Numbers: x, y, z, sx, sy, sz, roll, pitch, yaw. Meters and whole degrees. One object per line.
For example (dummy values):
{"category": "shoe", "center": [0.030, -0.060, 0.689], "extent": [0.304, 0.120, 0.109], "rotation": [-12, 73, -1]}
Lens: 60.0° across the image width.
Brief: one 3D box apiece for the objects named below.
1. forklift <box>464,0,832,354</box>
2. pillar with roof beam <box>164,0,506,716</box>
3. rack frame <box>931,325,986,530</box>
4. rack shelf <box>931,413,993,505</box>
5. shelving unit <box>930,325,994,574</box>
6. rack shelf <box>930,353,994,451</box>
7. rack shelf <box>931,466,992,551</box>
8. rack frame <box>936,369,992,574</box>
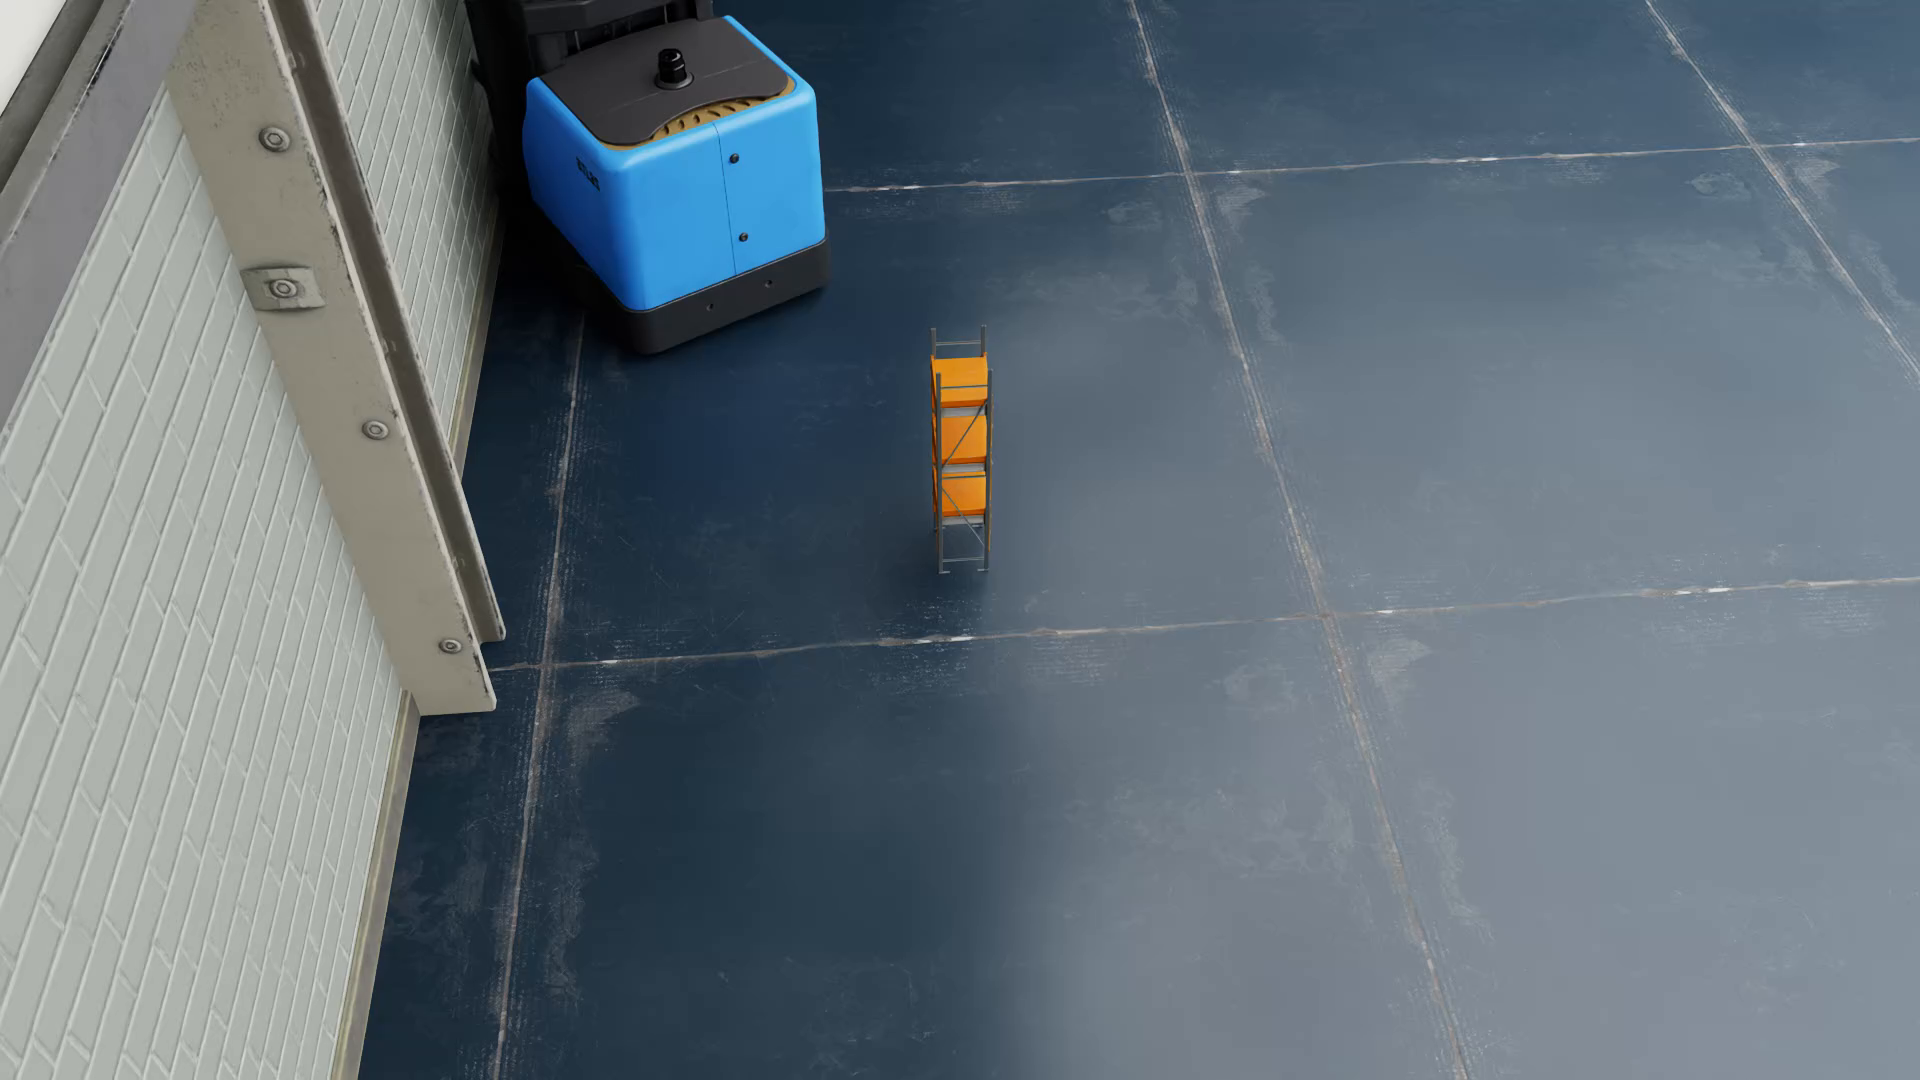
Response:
{"category": "forklift", "center": [-1.847, -2.880, 7.459], "extent": [1.130, 2.935, 3.031], "rotation": [-26, 52, -23]}
{"category": "pillar with roof beam", "center": [2.399, -2.859, 3.260], "extent": [9.100, 9.000, 0.400], "rotation": [-3, 47, -3]}
{"category": "rack frame", "center": [-0.006, -0.411, 6.416], "extent": [0.200, 1.050, 0.008], "rotation": [-3, 47, -3]}
{"category": "rack shelf", "center": [0.005, -0.315, 6.340], "extent": [0.215, 0.259, 0.240], "rotation": [-3, 47, -3]}
{"category": "shelving unit", "center": [0.005, -0.322, 6.332], "extent": [0.215, 1.050, 0.252], "rotation": [-3, 47, -3]}
{"category": "rack shelf", "center": [0.005, -0.510, 6.134], "extent": [0.215, 0.259, 0.240], "rotation": [-3, 47, -3]}
{"category": "rack shelf", "center": [0.004, -0.124, 6.542], "extent": [0.215, 0.259, 0.240], "rotation": [-3, 47, -3]}
{"category": "rack frame", "center": [0.015, -0.234, 6.249], "extent": [0.200, 1.050, 0.008], "rotation": [-3, 47, -3]}
